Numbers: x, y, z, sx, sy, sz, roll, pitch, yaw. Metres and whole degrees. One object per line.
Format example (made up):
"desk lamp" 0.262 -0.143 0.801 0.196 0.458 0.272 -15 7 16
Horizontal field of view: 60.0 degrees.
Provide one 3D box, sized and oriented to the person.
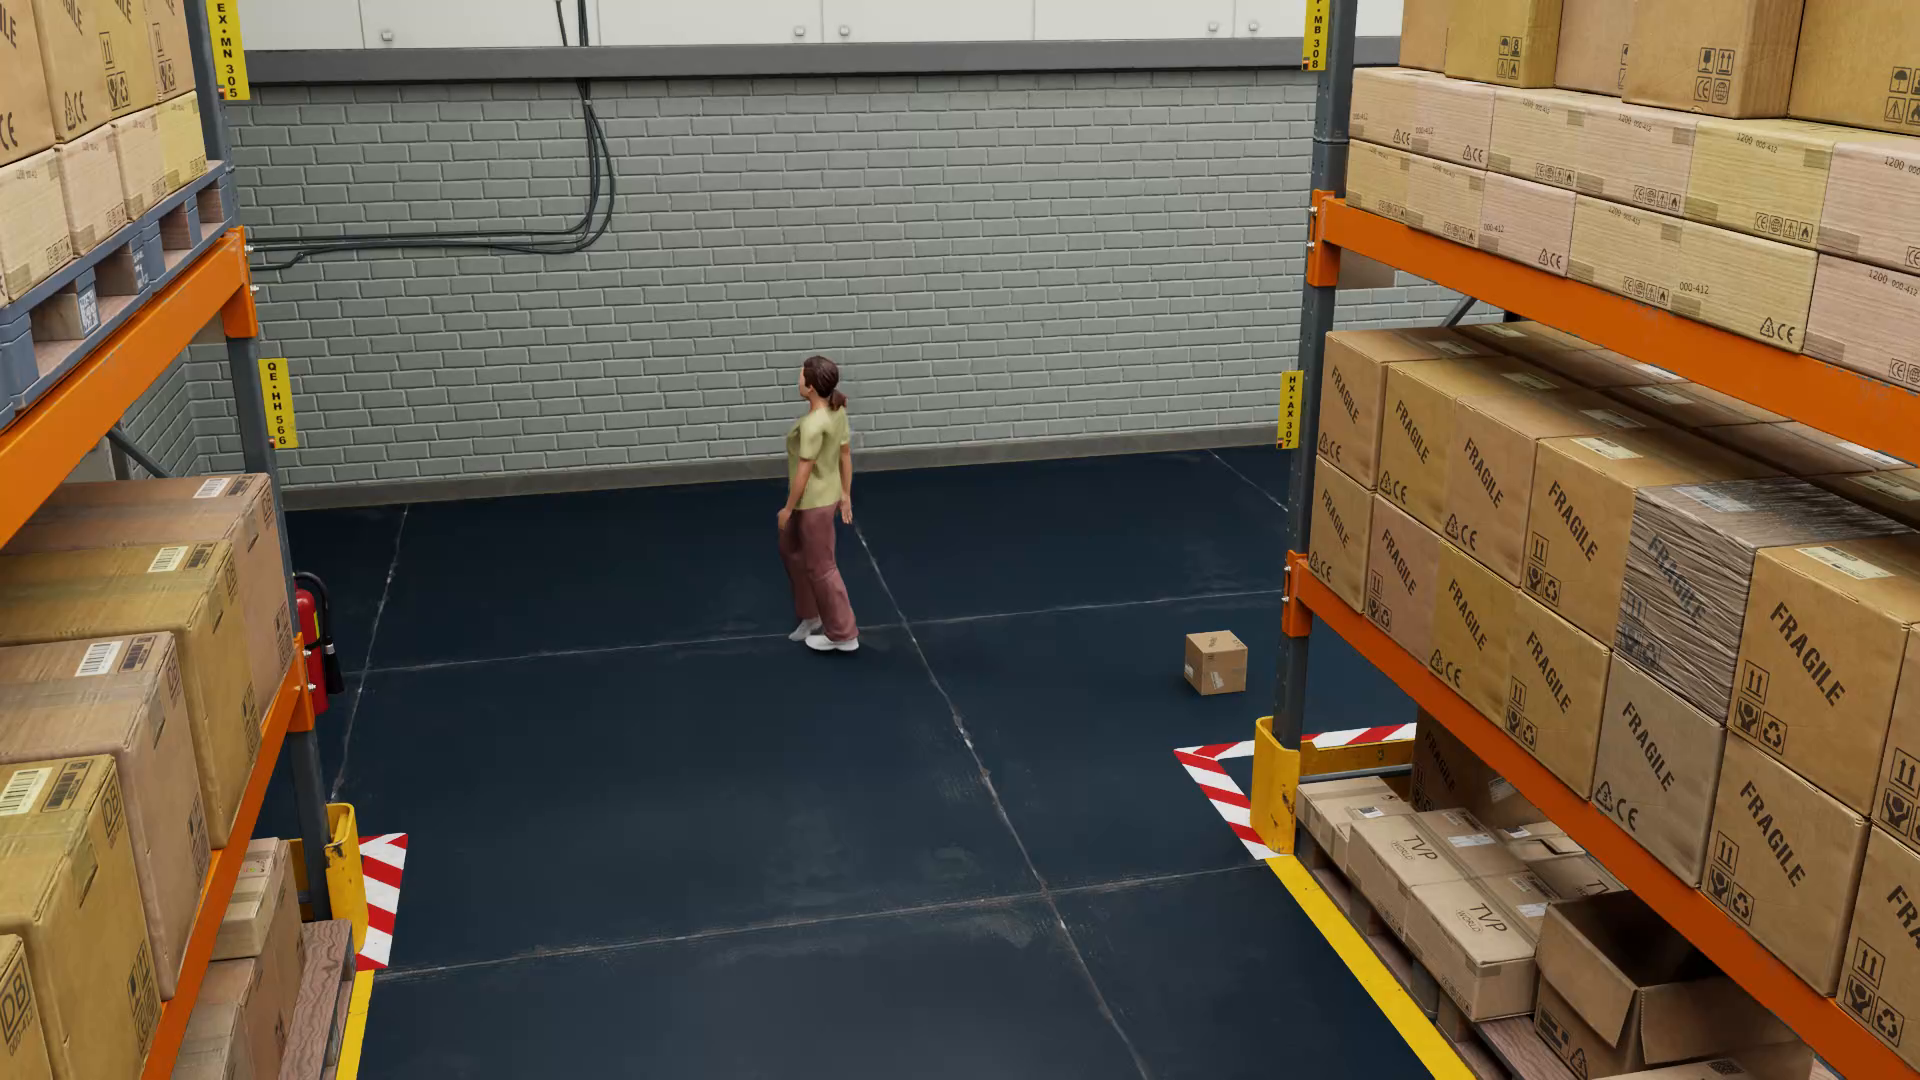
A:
"person" -0.804 -0.160 9.046 0.500 1.722 0.445 5 20 14
